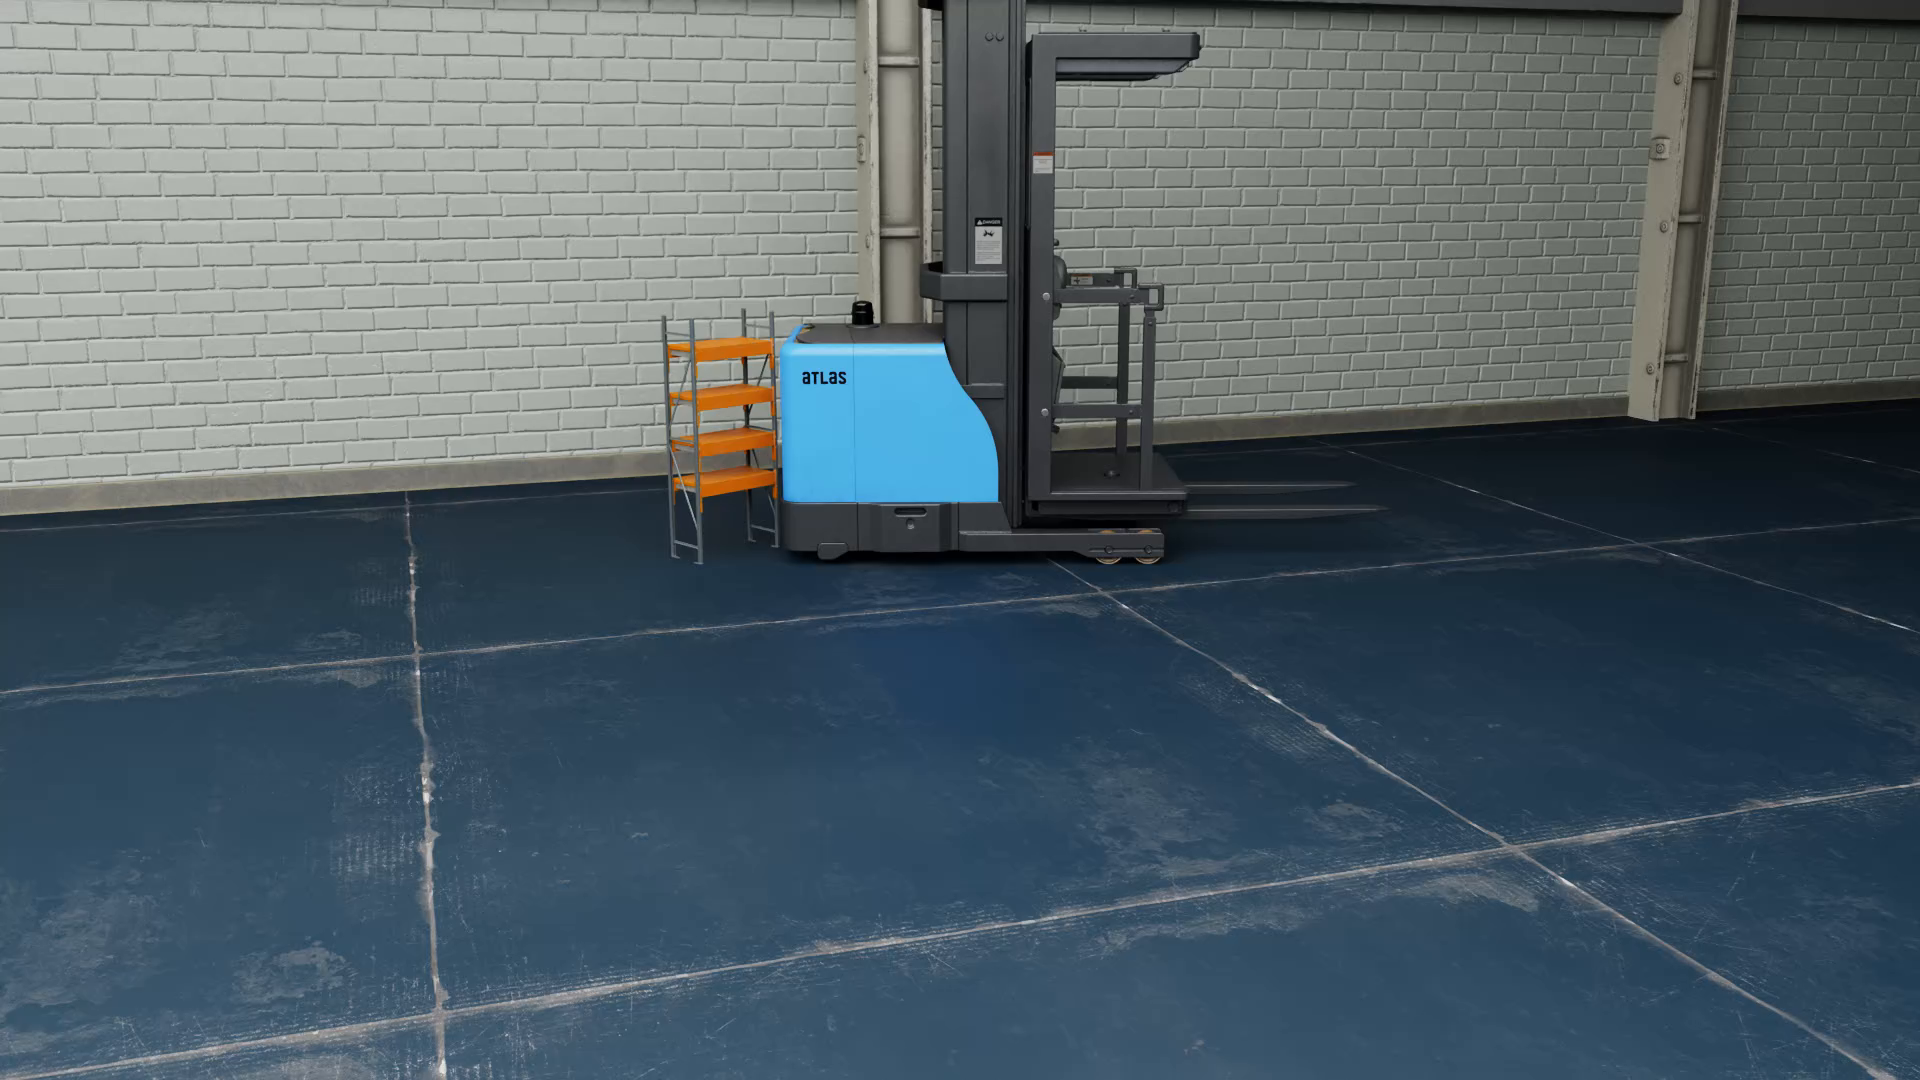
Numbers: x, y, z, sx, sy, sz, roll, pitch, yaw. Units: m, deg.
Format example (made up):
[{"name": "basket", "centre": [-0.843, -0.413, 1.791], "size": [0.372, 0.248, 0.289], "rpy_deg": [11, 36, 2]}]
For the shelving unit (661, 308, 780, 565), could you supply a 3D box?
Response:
[{"name": "shelving unit", "centre": [-1.177, -0.521, 8.240], "size": [0.258, 1.200, 0.503], "rpy_deg": [13, 18, 43]}]

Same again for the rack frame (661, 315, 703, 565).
[{"name": "rack frame", "centre": [-1.347, -0.480, 8.070], "size": [0.240, 1.200, 0.015], "rpy_deg": [13, 18, 43]}]

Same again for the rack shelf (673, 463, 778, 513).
[{"name": "rack shelf", "centre": [-1.177, -0.262, 8.302], "size": [0.258, 0.148, 0.480], "rpy_deg": [13, 18, 43]}]

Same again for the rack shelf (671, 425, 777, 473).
[{"name": "rack shelf", "centre": [-1.177, -0.456, 8.256], "size": [0.258, 0.148, 0.480], "rpy_deg": [13, 18, 43]}]

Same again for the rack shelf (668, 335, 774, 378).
[{"name": "rack shelf", "centre": [-1.177, -0.903, 8.149], "size": [0.258, 0.148, 0.480], "rpy_deg": [13, 18, 43]}]

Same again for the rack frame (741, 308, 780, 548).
[{"name": "rack frame", "centre": [-1.008, -0.562, 8.411], "size": [0.240, 1.200, 0.015], "rpy_deg": [13, 18, 43]}]

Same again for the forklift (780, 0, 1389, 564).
[{"name": "forklift", "centre": [0.626, -1.430, 8.319], "size": [3.031, 2.935, 1.130], "rpy_deg": [0, 13, -1]}]

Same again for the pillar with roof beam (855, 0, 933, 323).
[{"name": "pillar with roof beam", "centre": [0.970, -3.920, 5.677], "size": [0.400, 9.000, 9.100], "rpy_deg": [-4, 14, -18]}]

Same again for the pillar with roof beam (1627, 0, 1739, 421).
[{"name": "pillar with roof beam", "centre": [6.656, -4.363, 7.539], "size": [0.400, 9.000, 9.100], "rpy_deg": [-4, 14, -18]}]

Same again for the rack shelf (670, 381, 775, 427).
[{"name": "rack shelf", "centre": [-1.177, -0.673, 8.204], "size": [0.258, 0.148, 0.480], "rpy_deg": [13, 18, 43]}]
